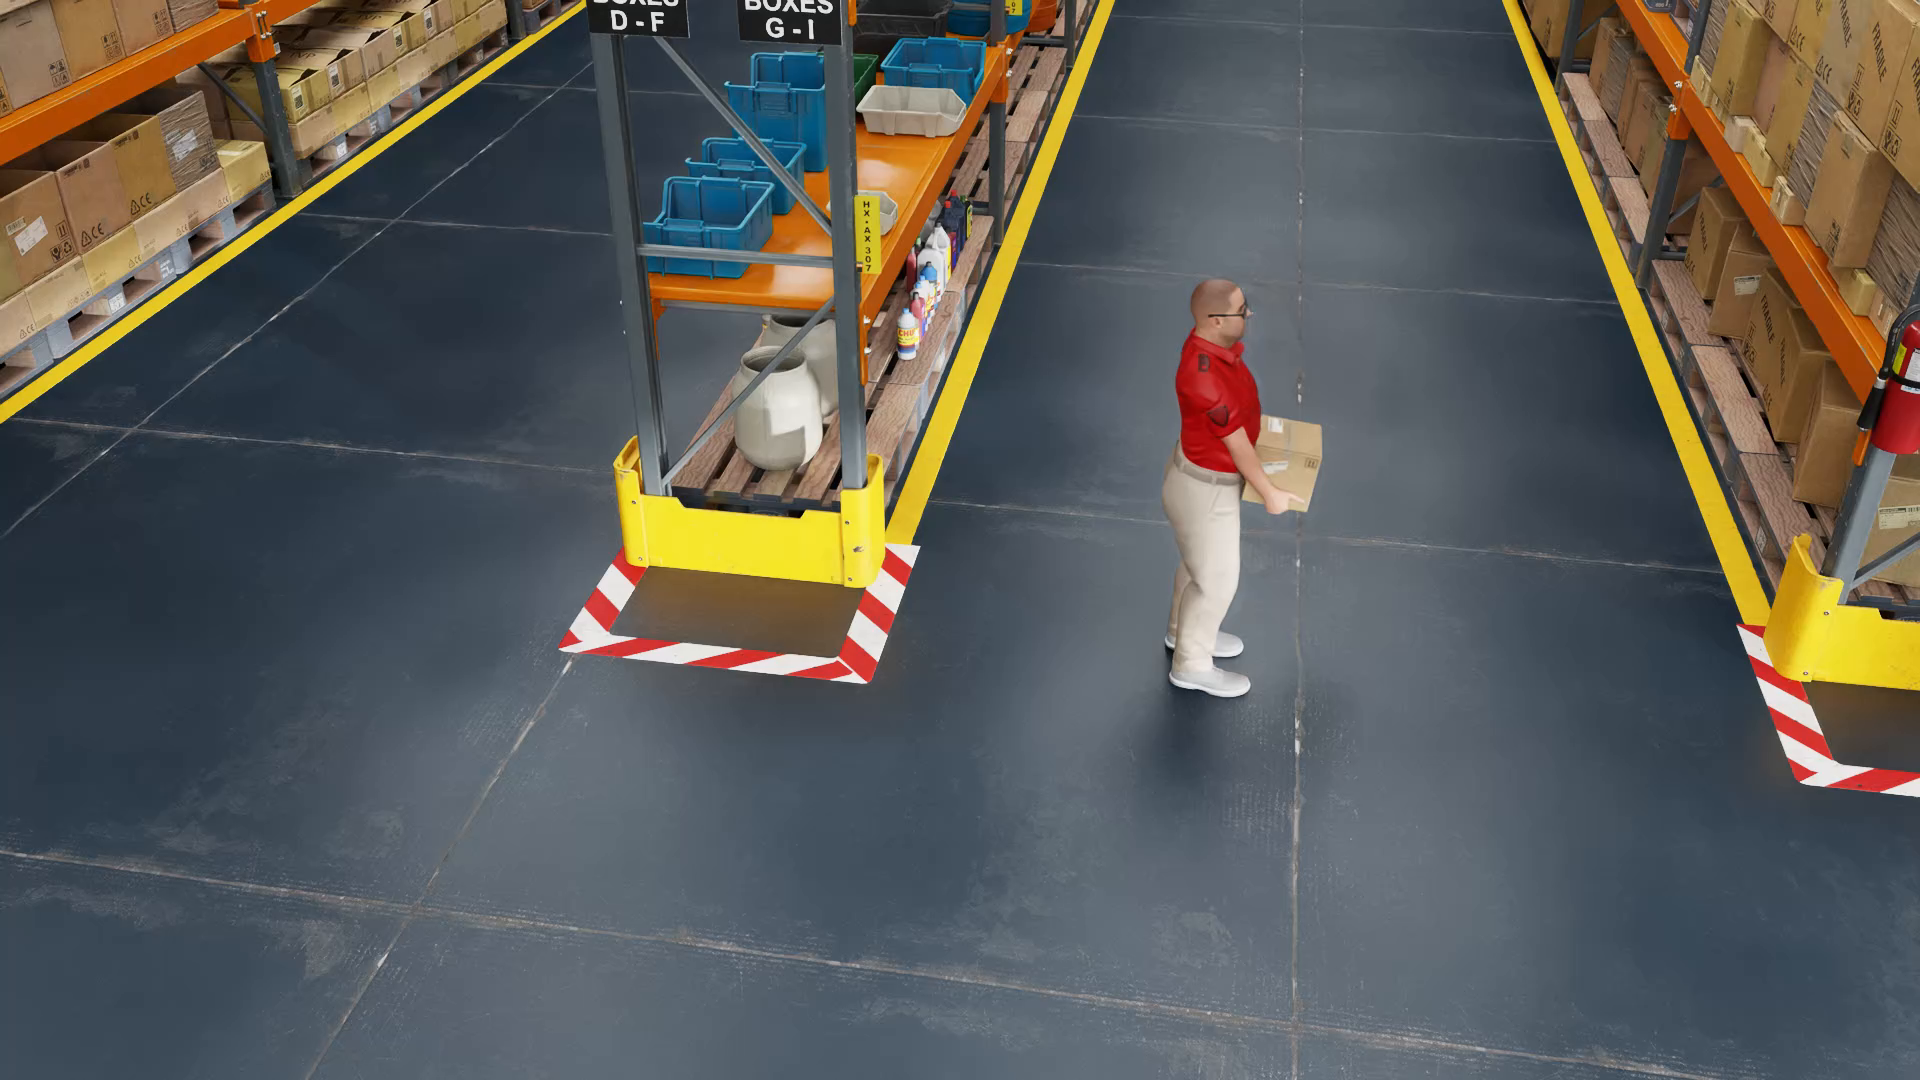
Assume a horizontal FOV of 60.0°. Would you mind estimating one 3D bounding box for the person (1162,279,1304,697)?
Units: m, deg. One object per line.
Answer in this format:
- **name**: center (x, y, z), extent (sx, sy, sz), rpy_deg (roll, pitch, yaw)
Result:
- **person**: center (1.062, -0.201, 6.483), extent (0.541, 1.724, 0.490), rpy_deg (5, 33, 8)
